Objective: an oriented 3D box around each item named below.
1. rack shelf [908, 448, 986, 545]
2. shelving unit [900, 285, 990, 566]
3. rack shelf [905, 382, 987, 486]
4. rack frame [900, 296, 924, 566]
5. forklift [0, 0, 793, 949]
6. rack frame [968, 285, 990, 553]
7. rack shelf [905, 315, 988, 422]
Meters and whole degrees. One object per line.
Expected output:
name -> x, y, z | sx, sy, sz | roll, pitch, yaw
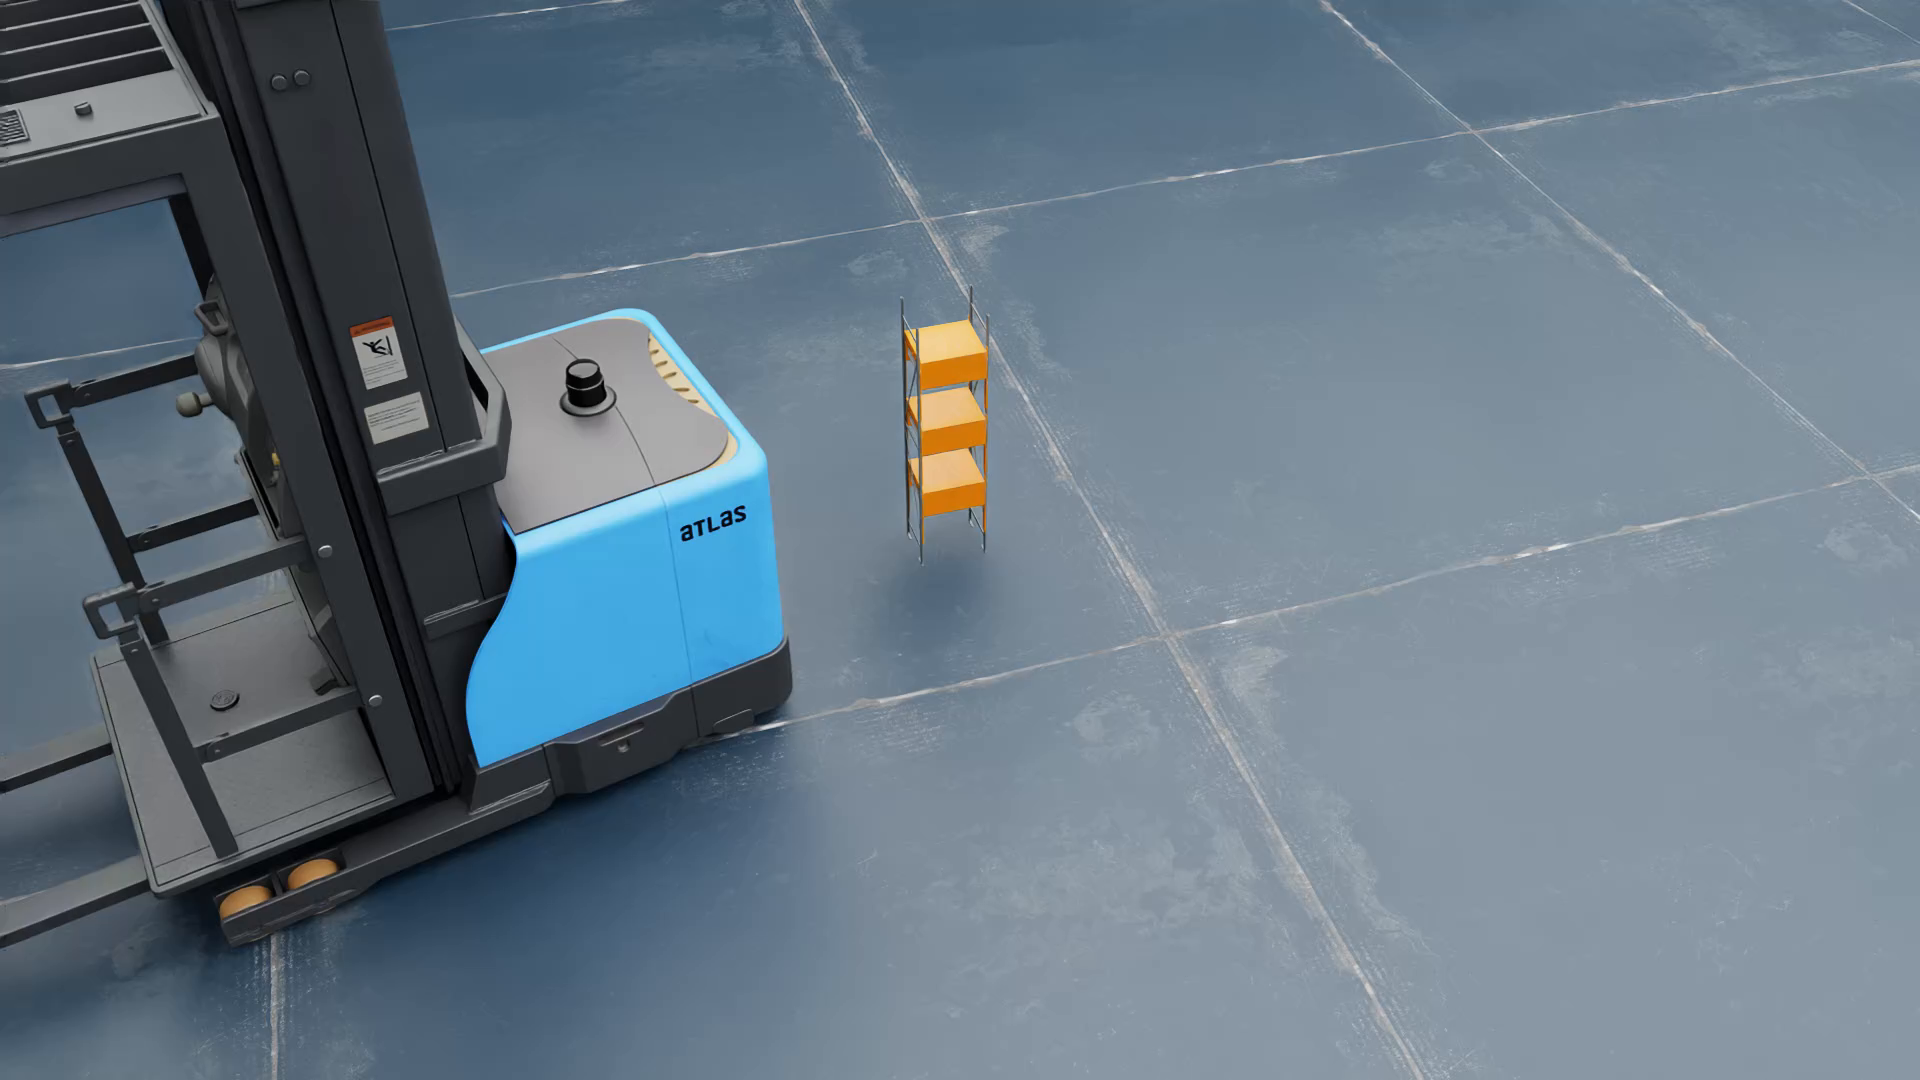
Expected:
rack shelf -> -0.051, -0.168, 6.082 | 0.240, 0.259, 0.215 | -12, 42, -13
shelving unit -> -0.051, -0.385, 5.892 | 0.252, 1.050, 0.215 | -12, 42, -13
rack shelf -> -0.051, -0.377, 5.899 | 0.240, 0.259, 0.215 | -12, 42, -13
rack frame -> -0.167, -0.361, 5.865 | 0.008, 1.050, 0.200 | -12, 42, -13
forklift -> -2.092, -0.323, 4.392 | 3.031, 2.935, 1.130 | -21, 45, -22
rack frame -> 0.065, -0.409, 5.920 | 0.008, 1.050, 0.200 | -12, 42, -13
rack shelf -> -0.051, -0.591, 5.713 | 0.240, 0.259, 0.215 | -12, 42, -13
